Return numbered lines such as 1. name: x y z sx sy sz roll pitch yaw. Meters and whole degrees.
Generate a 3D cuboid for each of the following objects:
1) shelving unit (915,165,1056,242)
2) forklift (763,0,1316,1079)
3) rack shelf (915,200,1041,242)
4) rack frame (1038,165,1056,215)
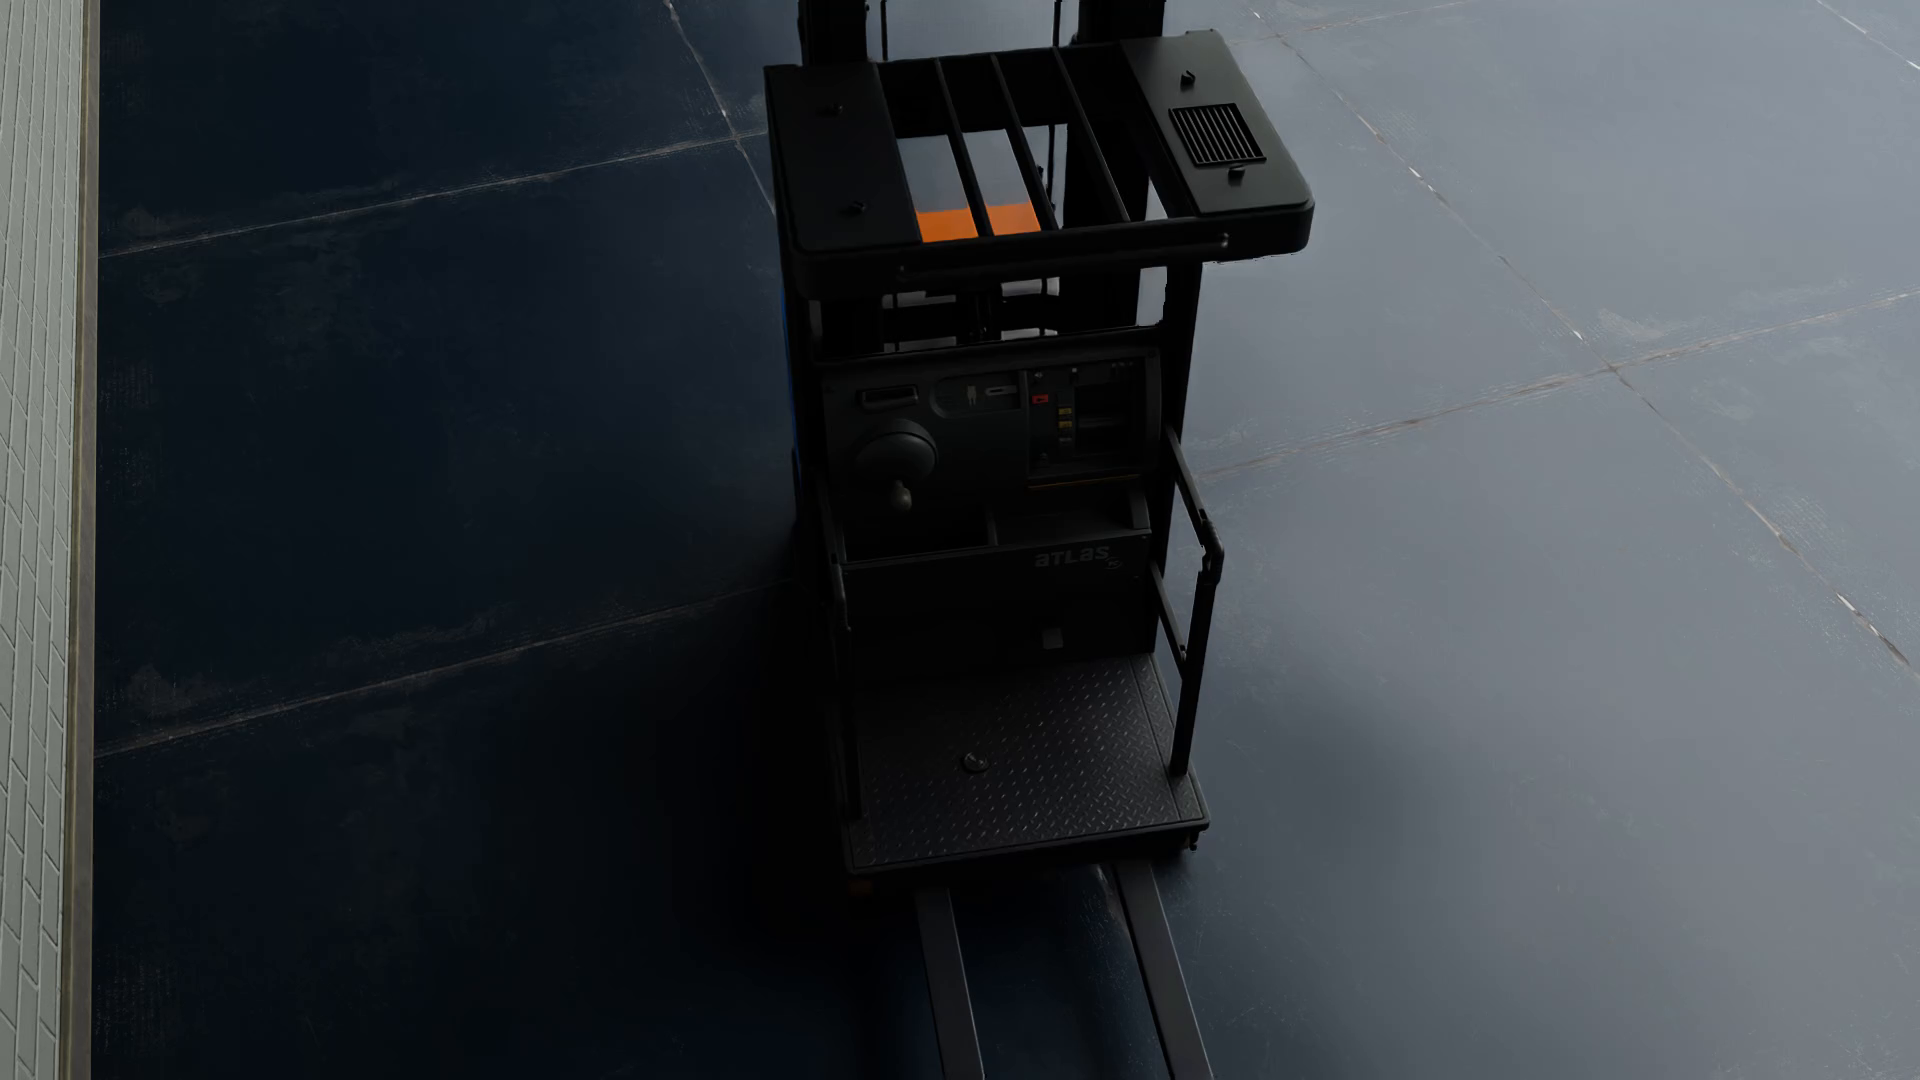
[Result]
1. shelving unit: 0.061 -0.790 6.190 0.503 1.200 0.258 -7 45 -7
2. forklift: 0.131 -0.215 4.395 1.130 2.935 3.031 -7 46 -7
3. rack shelf: 0.061 -1.068 5.912 0.480 0.148 0.258 -7 45 -7
4. rack frame: 0.302 -0.819 6.219 0.015 1.200 0.240 -7 45 -7
